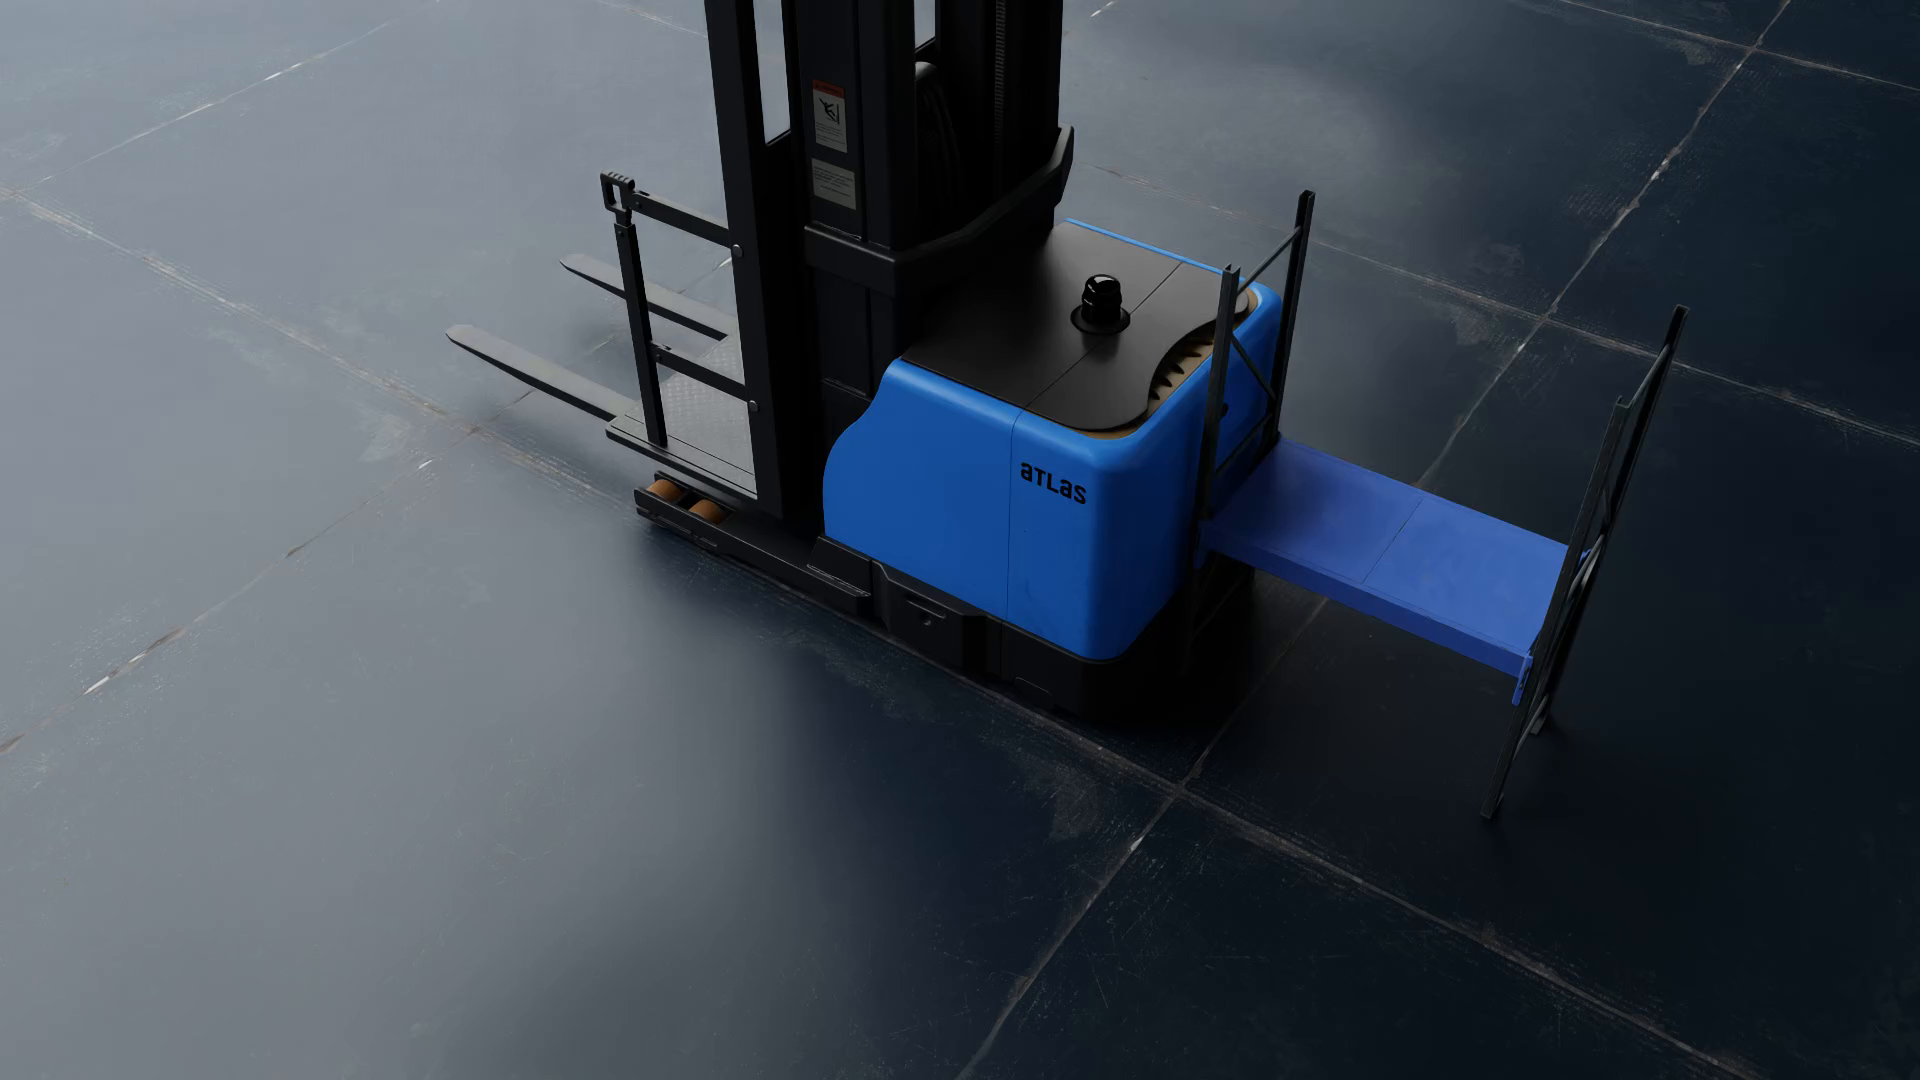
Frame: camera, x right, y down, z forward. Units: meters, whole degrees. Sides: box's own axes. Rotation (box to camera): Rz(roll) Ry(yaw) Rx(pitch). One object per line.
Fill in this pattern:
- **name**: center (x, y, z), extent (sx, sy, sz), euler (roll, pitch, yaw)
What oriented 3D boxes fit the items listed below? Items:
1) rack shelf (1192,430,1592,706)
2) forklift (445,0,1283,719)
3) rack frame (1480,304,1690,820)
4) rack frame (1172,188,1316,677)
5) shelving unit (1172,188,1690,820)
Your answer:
- **rack shelf**: center (1.249, 0.056, 4.832), extent (1.000, 0.185, 0.538), euler (24, 47, 25)
- **forklift**: center (-0.515, -1.327, 5.035), extent (3.031, 2.935, 1.130), euler (25, 47, 25)
- **rack frame**: center (1.670, 0.112, 4.500), extent (0.032, 1.500, 0.500), euler (24, 47, 25)
- **rack frame**: center (0.827, -0.267, 4.924), extent (0.032, 1.500, 0.500), euler (24, 47, 25)
- **shelving unit**: center (1.249, -0.078, 4.712), extent (1.048, 1.500, 0.538), euler (24, 47, 25)
